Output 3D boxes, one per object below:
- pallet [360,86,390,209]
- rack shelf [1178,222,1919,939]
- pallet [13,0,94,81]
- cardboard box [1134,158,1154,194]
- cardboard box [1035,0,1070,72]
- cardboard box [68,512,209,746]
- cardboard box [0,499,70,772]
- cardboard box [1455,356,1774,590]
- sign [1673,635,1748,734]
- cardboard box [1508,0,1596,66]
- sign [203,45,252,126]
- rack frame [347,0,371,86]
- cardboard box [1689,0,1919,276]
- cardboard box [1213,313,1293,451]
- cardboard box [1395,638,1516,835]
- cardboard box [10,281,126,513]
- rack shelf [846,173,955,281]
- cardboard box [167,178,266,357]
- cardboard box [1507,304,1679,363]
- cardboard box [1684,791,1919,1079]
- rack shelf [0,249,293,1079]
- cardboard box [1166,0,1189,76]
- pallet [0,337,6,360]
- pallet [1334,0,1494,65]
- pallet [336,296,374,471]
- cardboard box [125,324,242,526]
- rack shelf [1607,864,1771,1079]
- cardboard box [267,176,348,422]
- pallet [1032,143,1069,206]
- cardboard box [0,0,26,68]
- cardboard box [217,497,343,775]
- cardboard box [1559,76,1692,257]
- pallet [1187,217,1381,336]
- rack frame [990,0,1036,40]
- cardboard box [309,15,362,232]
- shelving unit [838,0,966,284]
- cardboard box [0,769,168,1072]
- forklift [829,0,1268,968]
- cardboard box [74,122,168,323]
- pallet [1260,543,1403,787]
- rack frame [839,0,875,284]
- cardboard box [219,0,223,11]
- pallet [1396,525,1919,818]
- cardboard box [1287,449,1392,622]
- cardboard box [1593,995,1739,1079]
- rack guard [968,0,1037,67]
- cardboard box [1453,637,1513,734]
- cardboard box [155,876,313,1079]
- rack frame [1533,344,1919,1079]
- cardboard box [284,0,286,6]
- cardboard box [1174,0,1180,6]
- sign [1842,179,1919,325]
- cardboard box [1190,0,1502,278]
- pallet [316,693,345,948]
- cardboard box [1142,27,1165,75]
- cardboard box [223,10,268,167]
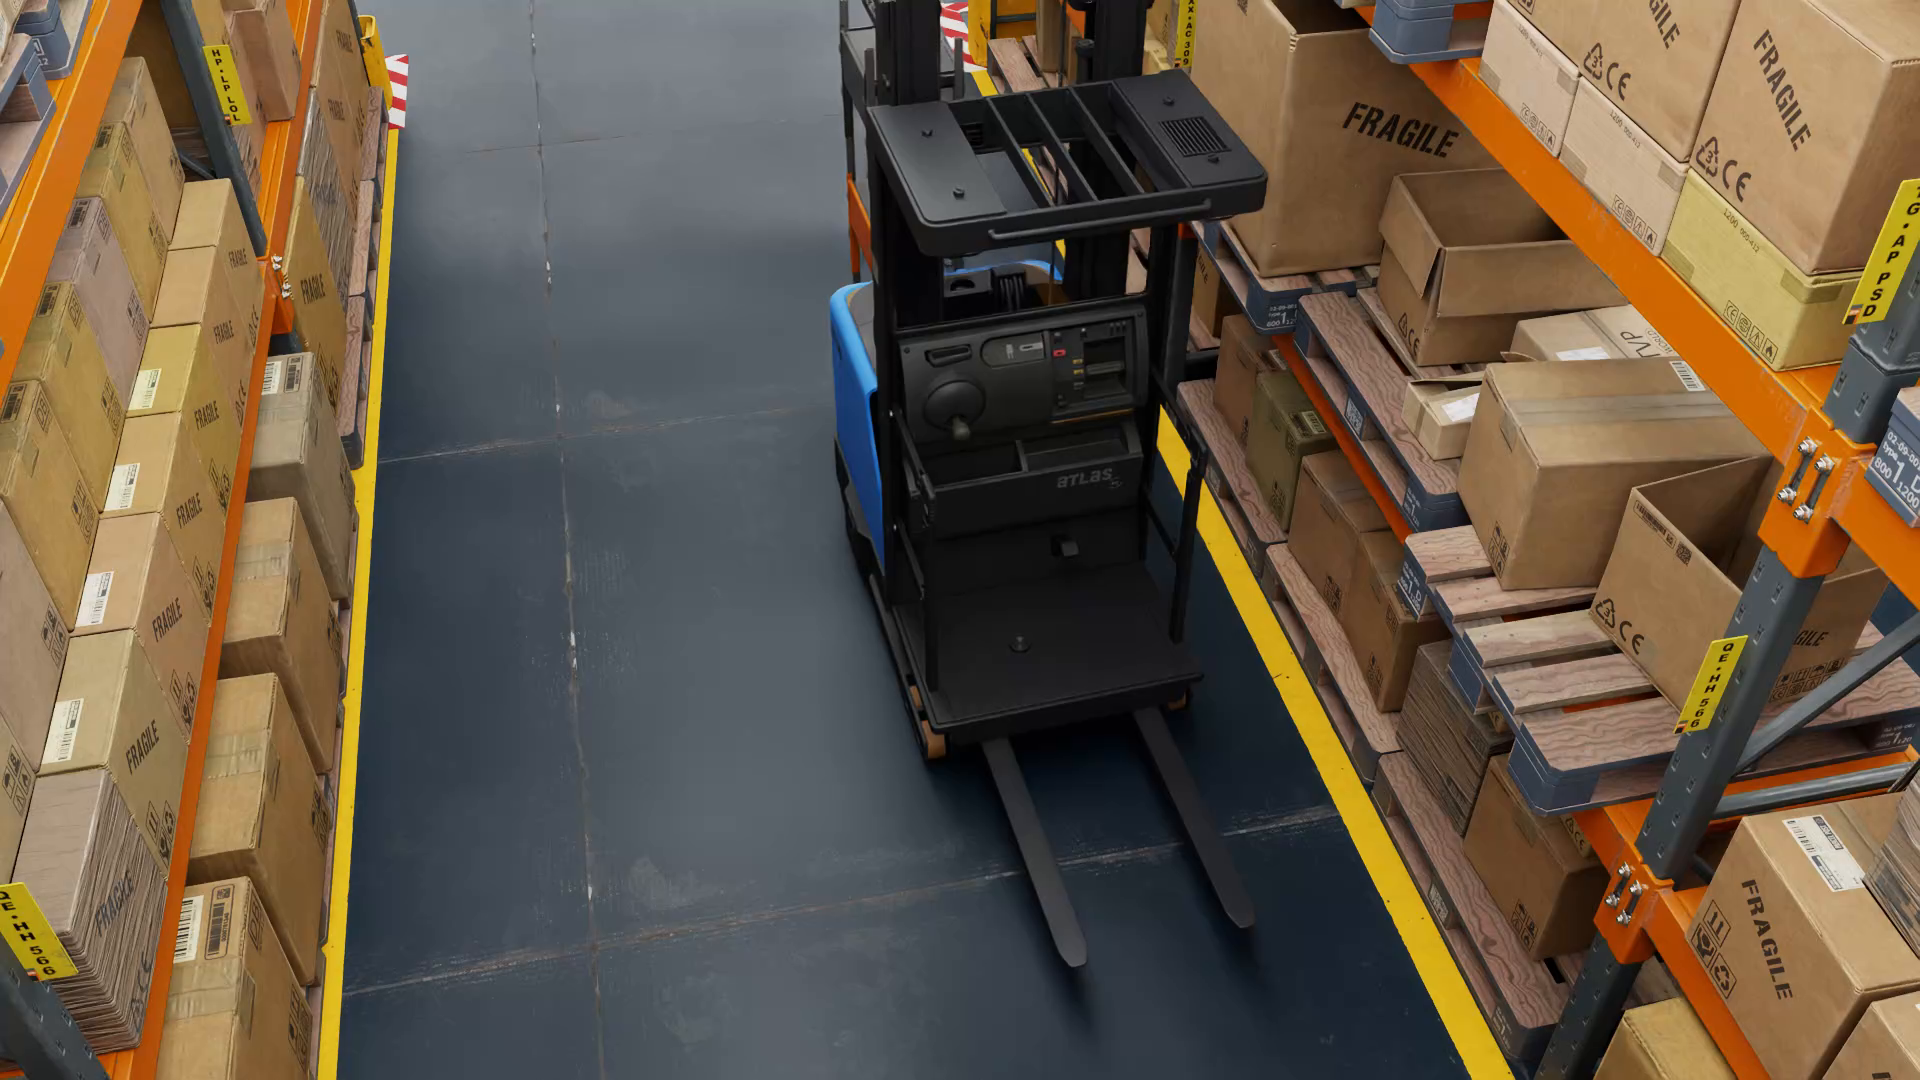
[{"bbox_3d":[-3.982,-2.315,9.981,1.003,0.211,1.213,-8,42,-9],"label":"pallet"},{"bbox_3d":[1.929,-0.352,6.210,1.077,0.370,4.000,-8,42,-9],"label":"rack shelf"},{"bbox_3d":[-3.121,-1.735,5.112,0.805,0.209,1.217,-10,43,-11],"label":"pallet"},{"bbox_3d":[1.108,-2.166,9.279,0.500,0.500,0.500,-12,43,-13],"label":"cardboard box"},{"bbox_3d":[0.752,-3.325,10.585,0.500,0.500,0.500,-1,42,-1],"label":"cardboard box"},{"bbox_3d":[-2.558,0.298,4.862,0.500,0.500,0.500,-8,42,-9],"label":"cardboard box"},{"bbox_3d":[-2.702,0.289,4.118,0.700,0.500,0.500,-9,42,-10],"label":"cardboard box"},{"bbox_3d":[1.987,-0.211,5.118,0.700,0.500,0.500,-3,42,-3],"label":"cardboard box"},{"bbox_3d":[1.833,0.356,4.059,0.100,0.325,0.005,-8,42,-9],"label":"sign"},{"bbox_3d":[1.800,-1.598,4.361,0.500,0.500,0.500,-8,42,-9],"label":"cardboard box"},{"bbox_3d":[-2.840,-1.760,6.442,0.100,0.325,0.005,-8,42,-9],"label":"sign"},{"bbox_3d":[-4.231,-3.865,9.626,1.000,3.000,0.127,-8,42,-9],"label":"rack frame"},{"bbox_3d":[2.013,-0.944,3.624,0.500,0.500,0.500,-7,42,-8],"label":"cardboard box"},{"bbox_3d":[1.609,-0.746,7.664,0.700,0.500,0.500,-11,43,-13],"label":"cardboard box"},{"bbox_3d":[2.064,0.657,6.084,0.700,0.500,0.500,-12,43,-13],"label":"cardboard box"},{"bbox_3d":[-2.925,-0.374,4.865,0.700,0.500,0.500,-9,42,-10],"label":"cardboard box"},{"bbox_3d":[-0.245,-1.327,7.466,0.431,0.518,0.480,-10,43,-11],"label":"rack shelf"},{"bbox_3d":[-2.994,-1.010,6.334,0.500,0.500,0.500,-9,42,-10],"label":"cardboard box"},{"bbox_3d":[2.224,-0.545,5.683,0.500,0.250,0.500,-9,42,-10],"label":"cardboard box"},{"bbox_3d":[2.200,0.992,4.079,0.500,0.500,0.500,-7,42,-8],"label":"cardboard box"},{"bbox_3d":[-2.936,0.293,5.484,1.077,0.370,4.000,-8,42,-9],"label":"rack shelf"},{"bbox_3d":[1.461,-2.366,7.639,0.875,0.500,0.500,-8,42,-9],"label":"cardboard box"},{"bbox_3d":[-2.695,-0.140,3.313,1.213,0.211,1.003,-7,42,-7],"label":"pallet"},{"bbox_3d":[1.753,-1.882,5.274,1.213,0.211,1.003,-8,42,-9],"label":"pallet"},{"bbox_3d":[-3.455,-0.733,8.199,1.003,0.211,1.213,-8,42,-9],"label":"pallet"},{"bbox_3d":[-2.776,-0.354,5.596,0.500,0.500,0.500,-8,42,-9],"label":"cardboard box"},{"bbox_3d":[2.792,2.241,3.290,1.077,0.370,4.000,-8,42,-9],"label":"rack shelf"},{"bbox_3d":[-3.435,-1.052,7.742,0.875,0.875,0.875,-8,42,-9],"label":"cardboard box"},{"bbox_3d":[1.051,-2.097,9.735,1.003,0.211,1.213,-8,42,-9],"label":"pallet"},{"bbox_3d":[-2.774,-1.450,4.322,0.500,0.311,0.500,-10,43,-11],"label":"cardboard box"},{"bbox_3d":[-2.941,0.428,6.169,1.050,0.750,0.750,-8,42,-9],"label":"cardboard box"},{"bbox_3d":[1.898,-0.983,4.233,0.500,0.250,0.500,-8,42,-9],"label":"cardboard box"},{"bbox_3d":[1.520,-1.329,6.914,1.003,0.211,1.213,-8,42,-9],"label":"pallet"},{"bbox_3d":[0.634,-4.510,10.353,1.000,3.000,0.127,-8,42,-9],"label":"rack frame"},{"bbox_3d":[-3.828,-2.227,9.065,0.875,0.875,0.875,-9,42,-10],"label":"cardboard box"},{"bbox_3d":[-0.245,-1.337,7.457,0.431,2.100,0.503,-10,43,-11],"label":"shelving unit"},{"bbox_3d":[-2.337,0.954,4.123,0.500,0.500,0.500,-8,42,-9],"label":"cardboard box"},{"bbox_3d":[0.300,-0.522,5.912,1.130,2.935,3.031,-10,43,-11],"label":"forklift"},{"bbox_3d":[-3.142,-1.029,5.603,0.700,0.500,0.500,-9,42,-10],"label":"cardboard box"},{"bbox_3d":[1.934,0.422,6.897,1.003,0.211,1.213,-8,42,-9],"label":"pallet"},{"bbox_3d":[-0.309,-1.494,7.633,0.400,2.100,0.015,-10,43,-11],"label":"rack frame"},{"bbox_3d":[-3.646,-2.316,6.955,0.875,0.550,0.550,-8,42,-9],"label":"cardboard box"},{"bbox_3d":[2.103,0.301,5.078,1.213,0.211,1.003,-8,42,-9],"label":"pallet"},{"bbox_3d":[1.815,-0.071,6.904,0.700,0.500,0.500,-12,43,-13],"label":"cardboard box"},{"bbox_3d":[2.489,1.763,4.570,1.225,0.875,0.875,-10,43,-11],"label":"cardboard box"},{"bbox_3d":[0.650,-3.526,11.127,1.175,0.500,0.348,-8,42,-9],"label":"rack guard"},{"bbox_3d":[2.062,0.393,5.816,0.500,0.250,0.500,-4,42,-4],"label":"cardboard box"},{"bbox_3d":[-2.548,1.597,4.851,1.050,0.750,0.750,-9,42,-10],"label":"cardboard box"},{"bbox_3d":[2.361,0.676,4.511,1.000,3.000,0.127,-8,42,-9],"label":"rack frame"},{"bbox_3d":[-3.968,-2.953,8.485,0.875,0.550,0.550,-8,42,-9],"label":"cardboard box"},{"bbox_3d":[1.132,-2.692,7.252,0.500,0.500,0.500,-8,42,-9],"label":"cardboard box"},{"bbox_3d":[1.830,-0.563,3.258,0.100,0.325,0.005,-8,42,-9],"label":"sign"},{"bbox_3d":[1.532,-1.764,6.491,1.000,1.000,1.000,-8,42,-9],"label":"cardboard box"},{"bbox_3d":[-2.861,1.053,6.187,1.003,0.211,1.213,-8,42,-9],"label":"pallet"},{"bbox_3d":[0.961,-2.401,8.166,0.380,0.149,0.250,-8,42,-9],"label":"cardboard box"},{"bbox_3d":[-3.600,-1.919,7.321,0.875,0.550,0.550,-8,42,-9],"label":"cardboard box"}]
